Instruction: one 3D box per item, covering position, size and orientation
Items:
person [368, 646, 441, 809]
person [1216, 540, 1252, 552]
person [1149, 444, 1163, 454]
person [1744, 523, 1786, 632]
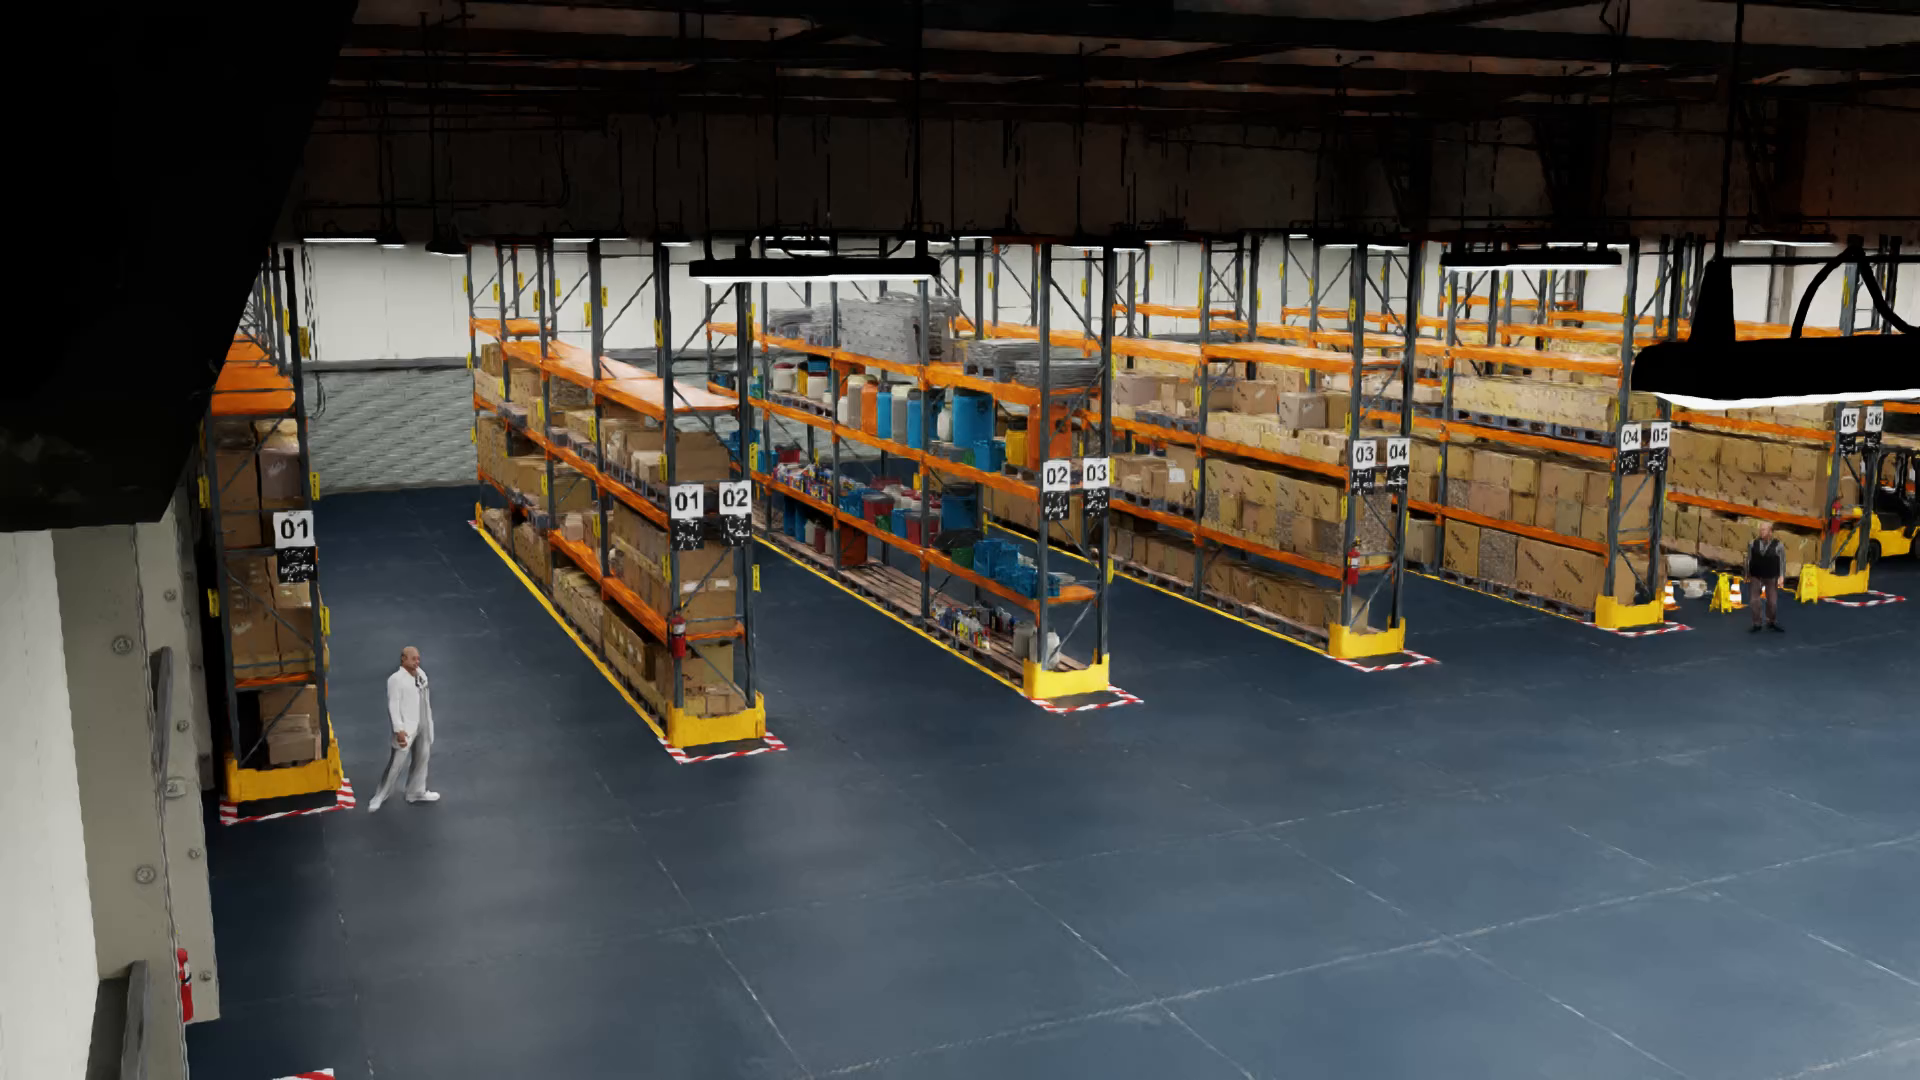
[{"bbox_3d":[-6.066,2.031,18.022,0.529,1.771,0.790,5,12,24],"label":"person"},{"bbox_3d":[5.286,-0.640,31.864,0.553,1.709,1.123,-4,12,-21],"label":"person"},{"bbox_3d":[5.263,-3.174,45.153,0.506,1.659,0.536,2,11,12],"label":"person"},{"bbox_3d":[12.477,0.571,25.737,0.628,1.713,0.536,9,14,38],"label":"person"}]
